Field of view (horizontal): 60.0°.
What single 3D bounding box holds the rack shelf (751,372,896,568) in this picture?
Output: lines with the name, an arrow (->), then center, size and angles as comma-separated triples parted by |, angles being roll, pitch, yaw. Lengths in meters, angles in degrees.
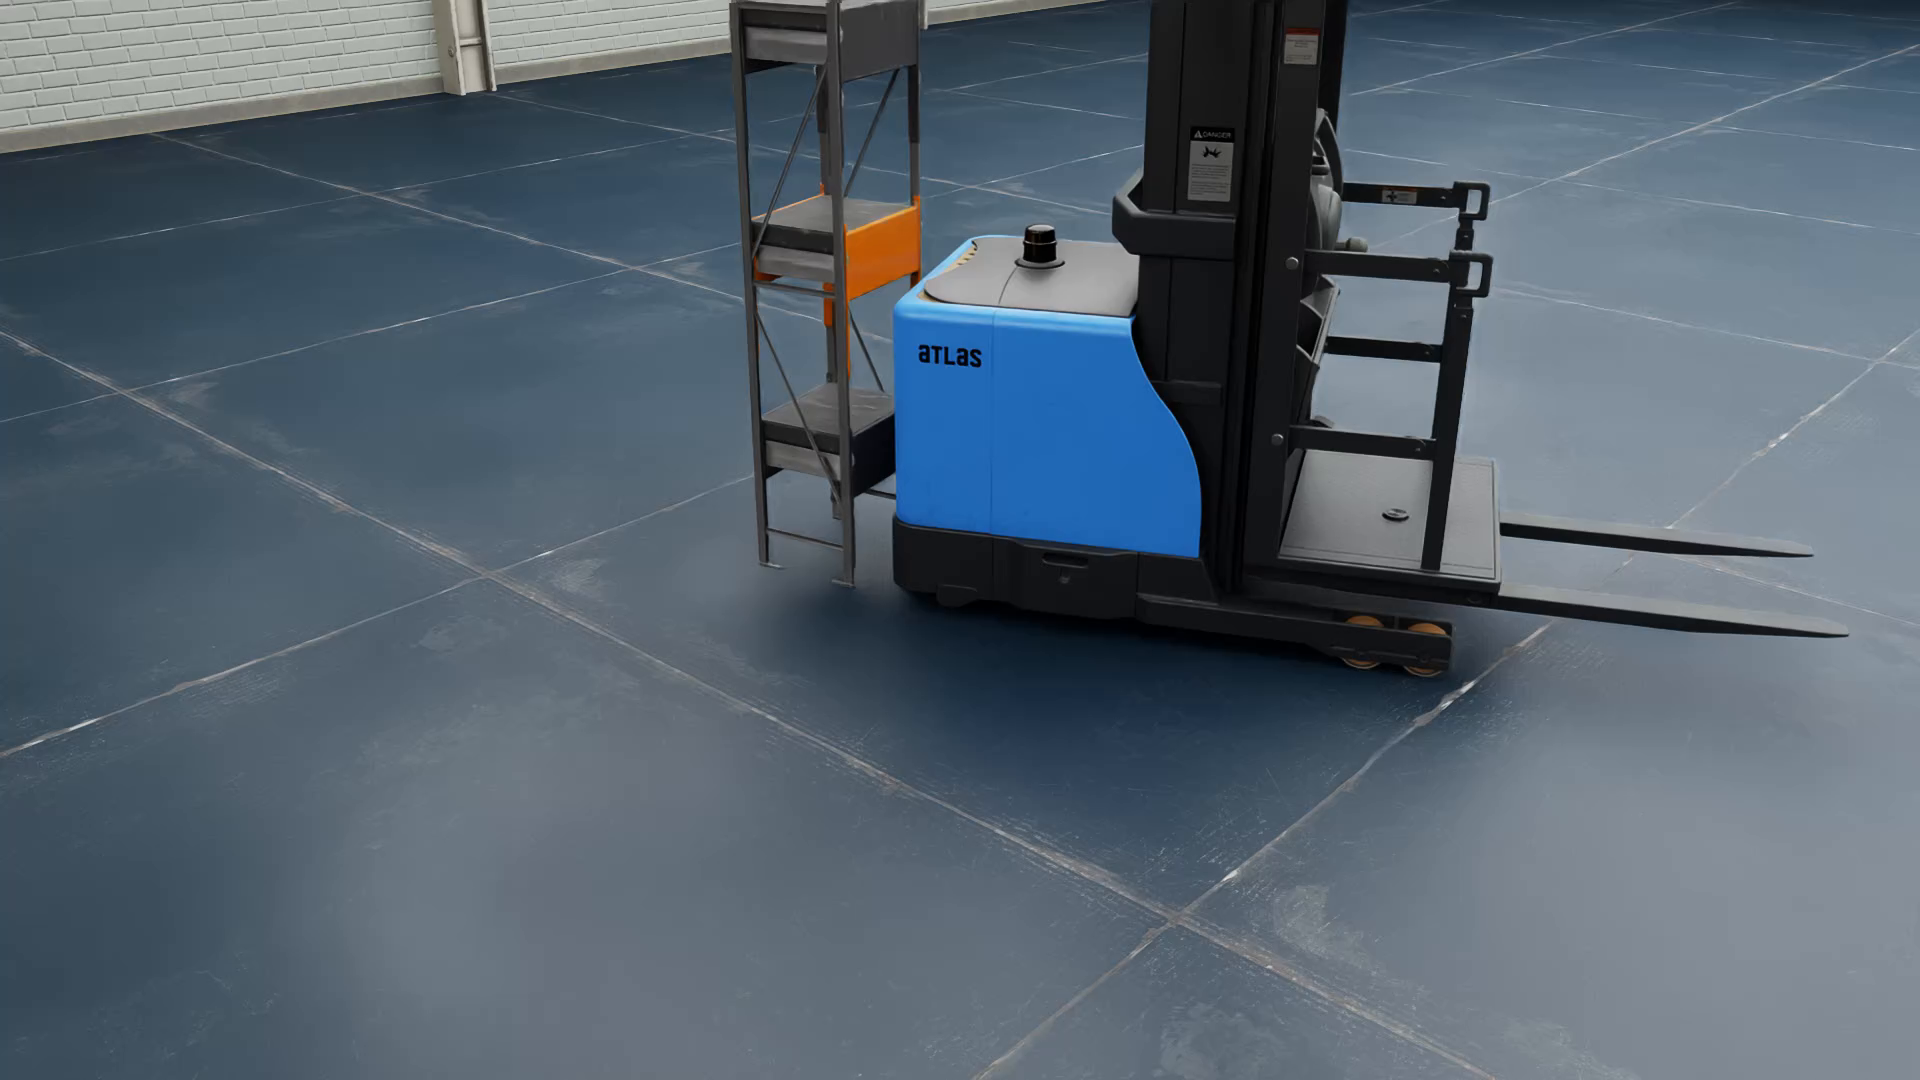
rack shelf -> -0.432, -0.265, 6.018 | 0.431, 0.518, 0.480 | 13, 27, 26

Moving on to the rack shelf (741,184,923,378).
rack shelf -> -0.432, -0.903, 5.732 | 0.431, 0.518, 0.480 | 13, 27, 26

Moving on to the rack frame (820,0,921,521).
rack frame -> -0.314, -1.003, 5.921 | 0.400, 2.100, 0.015 | 13, 27, 26

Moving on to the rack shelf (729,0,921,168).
rack shelf -> -0.432, -1.542, 5.445 | 0.431, 0.518, 0.480 | 13, 27, 26

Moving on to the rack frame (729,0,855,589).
rack frame -> -0.551, -0.829, 5.532 | 0.400, 2.100, 0.015 | 13, 27, 26

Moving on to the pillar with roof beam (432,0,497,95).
pillar with roof beam -> -1.425, -7.175, 11.254 | 9.100, 9.000, 0.400 | 20, 31, 38

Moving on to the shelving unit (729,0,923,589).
shelving unit -> -0.432, -0.916, 5.726 | 0.431, 2.100, 0.503 | 13, 27, 26

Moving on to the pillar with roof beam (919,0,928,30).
pillar with roof beam -> 2.579, -9.003, 15.331 | 9.100, 9.000, 0.400 | 20, 31, 38

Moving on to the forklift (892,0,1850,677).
forklift -> 1.344, -1.145, 5.222 | 3.031, 2.935, 1.130 | 7, 25, 14
